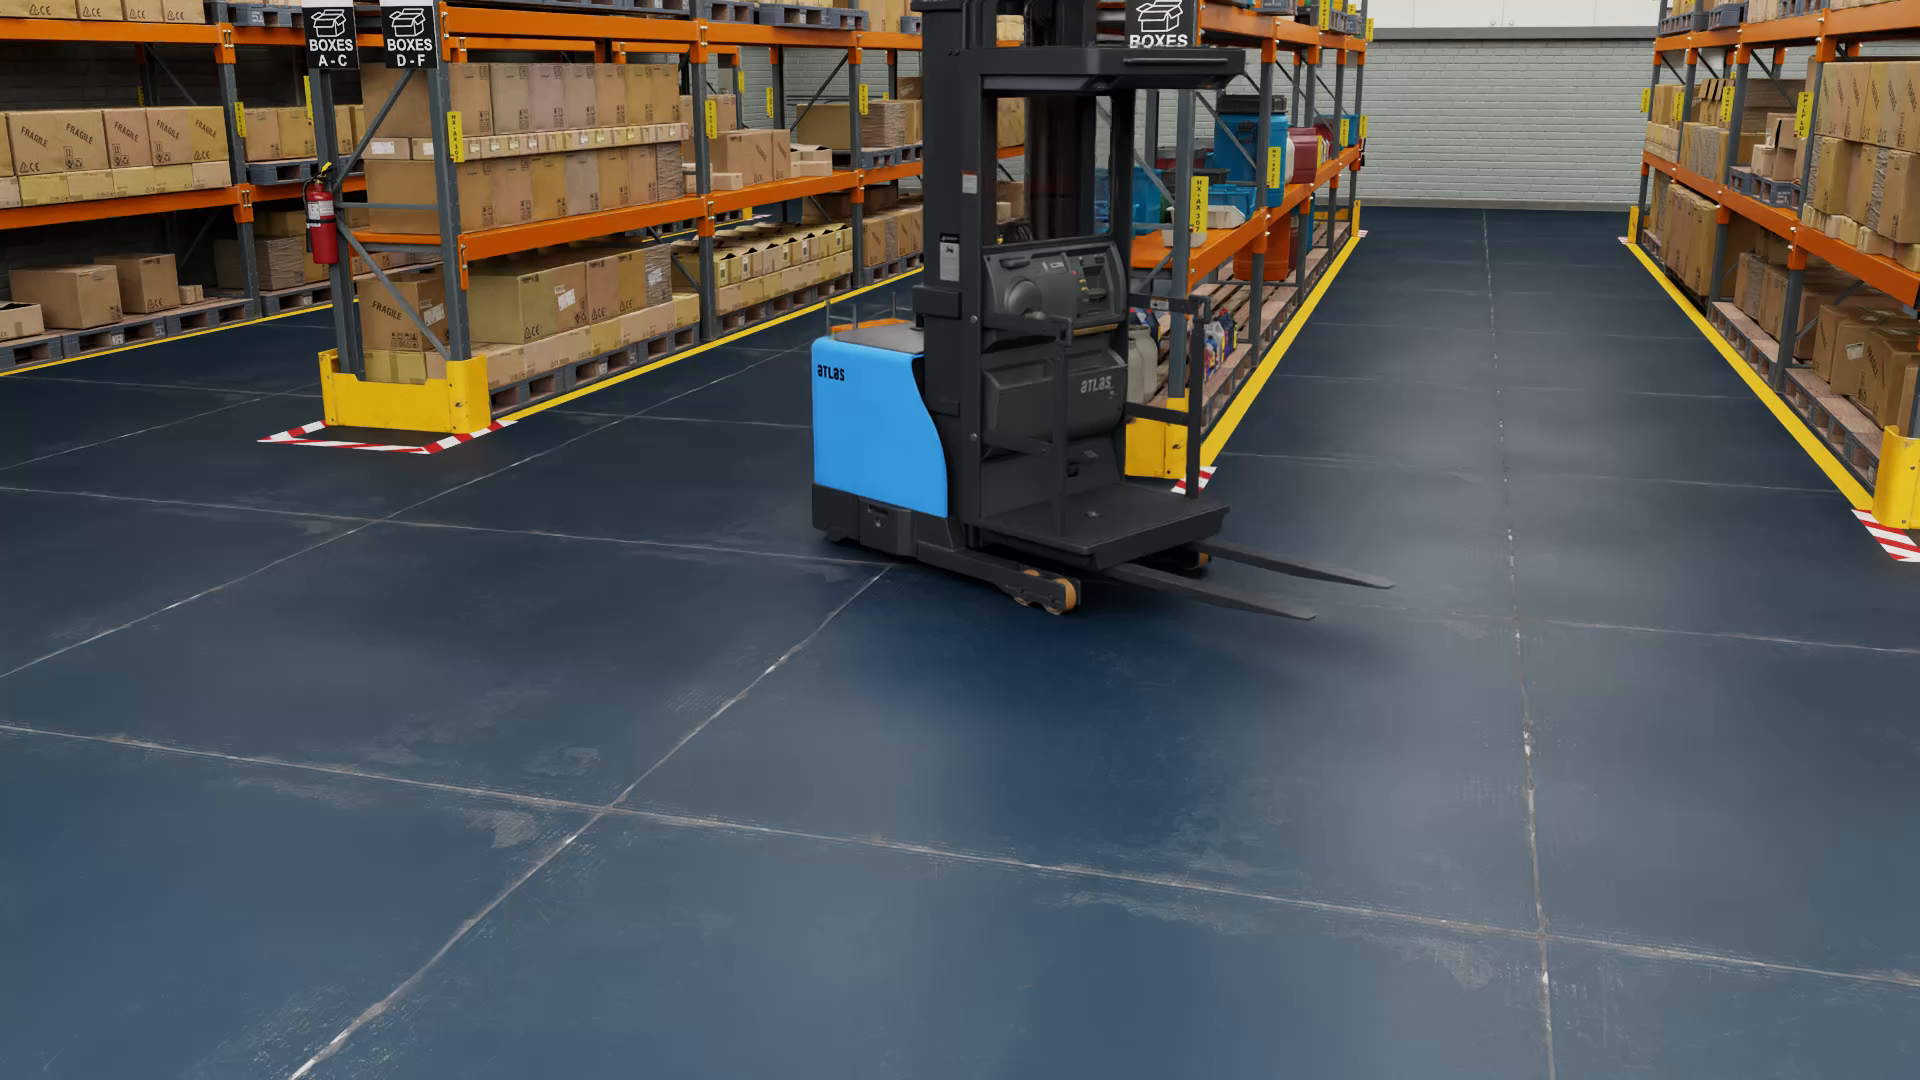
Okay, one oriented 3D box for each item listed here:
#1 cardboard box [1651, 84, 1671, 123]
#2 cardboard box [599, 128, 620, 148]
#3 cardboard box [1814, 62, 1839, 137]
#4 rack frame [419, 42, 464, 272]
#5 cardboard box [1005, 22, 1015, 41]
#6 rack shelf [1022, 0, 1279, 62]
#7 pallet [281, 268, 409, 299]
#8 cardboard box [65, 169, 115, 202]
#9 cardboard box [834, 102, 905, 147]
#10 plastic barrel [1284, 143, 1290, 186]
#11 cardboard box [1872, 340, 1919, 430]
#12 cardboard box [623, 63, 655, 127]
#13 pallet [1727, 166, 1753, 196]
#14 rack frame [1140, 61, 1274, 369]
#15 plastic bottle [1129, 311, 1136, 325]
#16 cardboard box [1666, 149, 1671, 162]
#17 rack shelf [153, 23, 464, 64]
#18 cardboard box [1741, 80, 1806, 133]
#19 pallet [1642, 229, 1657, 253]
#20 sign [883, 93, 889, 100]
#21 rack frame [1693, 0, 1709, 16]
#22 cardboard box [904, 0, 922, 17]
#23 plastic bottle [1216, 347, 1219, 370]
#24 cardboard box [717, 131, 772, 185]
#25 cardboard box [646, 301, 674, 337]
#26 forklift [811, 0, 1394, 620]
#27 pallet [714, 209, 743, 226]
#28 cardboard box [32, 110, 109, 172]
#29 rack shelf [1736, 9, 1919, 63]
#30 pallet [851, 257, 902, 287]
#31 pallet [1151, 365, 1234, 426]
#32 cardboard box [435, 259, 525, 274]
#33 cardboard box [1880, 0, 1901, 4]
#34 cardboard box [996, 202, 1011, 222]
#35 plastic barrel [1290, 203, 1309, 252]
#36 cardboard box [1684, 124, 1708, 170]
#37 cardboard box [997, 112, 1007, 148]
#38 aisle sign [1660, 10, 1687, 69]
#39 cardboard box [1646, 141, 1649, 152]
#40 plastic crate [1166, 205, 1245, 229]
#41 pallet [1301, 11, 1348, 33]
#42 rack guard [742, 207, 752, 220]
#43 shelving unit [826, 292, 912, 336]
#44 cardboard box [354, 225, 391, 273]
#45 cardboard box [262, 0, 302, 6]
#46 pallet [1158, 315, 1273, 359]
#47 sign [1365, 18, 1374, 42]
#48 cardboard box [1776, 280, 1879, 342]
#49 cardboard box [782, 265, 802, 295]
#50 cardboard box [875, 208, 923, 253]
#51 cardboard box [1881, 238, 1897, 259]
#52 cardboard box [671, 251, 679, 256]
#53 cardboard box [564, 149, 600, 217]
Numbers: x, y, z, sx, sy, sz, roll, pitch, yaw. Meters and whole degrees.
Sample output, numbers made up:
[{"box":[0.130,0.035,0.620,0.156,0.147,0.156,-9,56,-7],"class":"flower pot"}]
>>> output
[{"box":[9.634,-5.875,22.399,0.500,0.500,0.500,4,16,15],"class":"cardboard box"},{"box":[-2.970,-3.248,13.413,0.380,0.149,0.250,5,17,17],"class":"cardboard box"},{"box":[6.389,-3.113,11.747,0.500,0.500,0.500,5,16,16],"class":"cardboard box"},{"box":[-6.350,-4.738,20.035,1.000,3.000,0.127,5,16,16],"class":"rack frame"},{"box":[0.499,-7.402,24.206,0.500,0.250,0.500,5,16,16],"class":"cardboard box"},{"box":[1.444,-3.497,11.481,1.077,0.370,4.000,5,16,16],"class":"rack shelf"},{"box":[-6.922,-2.874,18.574,1.003,0.211,1.213,5,16,16],"class":"pallet"},{"box":[-7.750,-3.087,14.454,0.500,0.250,0.500,5,17,16],"class":"cardboard box"},{"box":[-1.085,-5.003,20.017,0.700,0.500,0.500,8,18,26],"class":"cardboard box"},{"box":[2.942,-3.627,15.916,0.421,0.512,0.421,0,16,0],"class":"plastic barrel"},{"box":[6.151,-0.975,10.582,0.500,0.500,0.500,6,17,21],"class":"cardboard box"},{"box":[-2.998,-3.731,13.927,0.700,0.500,0.500,5,16,16],"class":"cardboard box"},{"box":[7.797,-3.298,15.312,1.213,0.211,1.003,5,16,16],"class":"pallet"},{"box":[2.012,-2.923,13.637,1.000,3.000,0.127,5,16,16],"class":"rack frame"},{"box":[1.331,-1.632,13.133,0.144,0.351,0.185,4,16,14],"class":"plastic bottle"},{"box":[8.953,-4.751,20.541,0.380,0.149,0.250,4,16,15],"class":"cardboard box"},{"box":[-6.918,-5.311,17.879,1.077,0.370,4.000,5,16,16],"class":"rack shelf"},{"box":[8.121,-4.306,16.492,0.797,0.503,0.637,5,17,18],"class":"cardboard box"},{"box":[10.019,-4.121,22.973,1.003,0.211,1.213,5,16,16],"class":"pallet"},{"box":[-0.985,-5.857,22.397,0.100,0.325,0.005,5,16,16],"class":"sign"},{"box":[9.034,-7.518,18.844,1.000,3.000,0.127,5,16,16],"class":"rack frame"},{"box":[-0.844,-6.840,20.813,0.600,0.600,0.600,4,16,15],"class":"cardboard box"},{"box":[1.902,-1.387,12.546,0.097,0.201,0.097,0,16,0],"class":"plastic bottle"},{"box":[-2.210,-3.825,16.633,0.500,0.500,0.500,5,16,16],"class":"cardboard box"},{"box":[-2.810,-1.919,14.367,0.500,0.250,0.500,5,16,16],"class":"cardboard box"},{"box":[0.610,-1.227,7.785,1.130,2.935,3.031,-15,22,-43],"class":"forklift"},{"box":[-4.228,-5.274,27.036,1.003,0.211,1.213,5,16,16],"class":"pallet"},{"box":[-7.761,-3.444,14.337,0.500,0.500,0.500,5,17,18],"class":"cardboard box"},{"box":[7.329,-4.159,13.817,1.077,0.370,4.000,5,16,16],"class":"rack shelf"},{"box":[-1.351,-3.205,19.743,1.003,0.211,1.213,5,16,16],"class":"pallet"},{"box":[1.437,-1.089,12.281,1.003,0.211,1.213,5,16,16],"class":"pallet"},{"box":[-3.735,-1.928,13.023,0.500,0.500,0.500,5,16,16],"class":"cardboard box"},{"box":[5.948,-3.405,10.116,0.500,0.250,0.500,4,16,15],"class":"cardboard box"},{"box":[0.457,-4.929,24.942,0.500,0.250,0.500,5,16,16],"class":"cardboard box"},{"box":[3.914,-3.882,20.095,0.600,0.901,0.708,5,16,16],"class":"plastic barrel"},{"box":[8.522,-4.447,18.829,0.500,0.500,0.500,5,16,16],"class":"cardboard box"},{"box":[0.374,-5.959,24.159,0.500,0.500,0.500,4,16,15],"class":"cardboard box"},{"box":[9.904,-6.971,23.145,0.394,0.787,0.004,5,16,16],"class":"aisle sign"},{"box":[9.682,-5.423,22.912,0.380,0.149,0.250,4,16,15],"class":"cardboard box"},{"box":[1.794,-2.352,12.106,0.530,0.136,0.437,5,16,16],"class":"plastic crate"},{"box":[3.837,-5.858,18.836,1.003,0.211,1.213,5,16,16],"class":"pallet"},{"box":[-4.069,-5.634,27.778,1.175,0.500,0.348,5,16,16],"class":"rack guard"},{"box":[-0.463,-0.743,9.251,0.503,1.200,0.258,-15,22,-43],"class":"shelving unit"},{"box":[-6.876,-3.296,18.729,0.700,0.500,0.500,5,16,16],"class":"cardboard box"},{"box":[-7.079,-5.591,16.942,0.500,0.311,0.500,5,17,18],"class":"cardboard box"},{"box":[2.198,-1.790,14.753,1.003,0.211,1.213,5,16,16],"class":"pallet"},{"box":[5.954,-7.417,24.175,0.100,0.325,0.005,5,16,16],"class":"sign"},{"box":[7.110,-1.830,13.559,0.700,0.500,0.500,5,16,16],"class":"cardboard box"},{"box":[-1.947,-2.676,17.036,0.500,0.250,0.500,5,17,17],"class":"cardboard box"},{"box":[-0.762,-3.866,20.736,0.500,0.500,0.500,4,16,14],"class":"cardboard box"},{"box":[5.847,-1.790,10.105,0.380,0.149,0.250,5,16,16],"class":"cardboard box"},{"box":[-2.896,-2.585,15.688,0.500,0.311,0.500,5,16,16],"class":"cardboard box"},{"box":[-3.290,-2.836,13.148,0.700,0.500,0.500,5,17,18],"class":"cardboard box"}]
